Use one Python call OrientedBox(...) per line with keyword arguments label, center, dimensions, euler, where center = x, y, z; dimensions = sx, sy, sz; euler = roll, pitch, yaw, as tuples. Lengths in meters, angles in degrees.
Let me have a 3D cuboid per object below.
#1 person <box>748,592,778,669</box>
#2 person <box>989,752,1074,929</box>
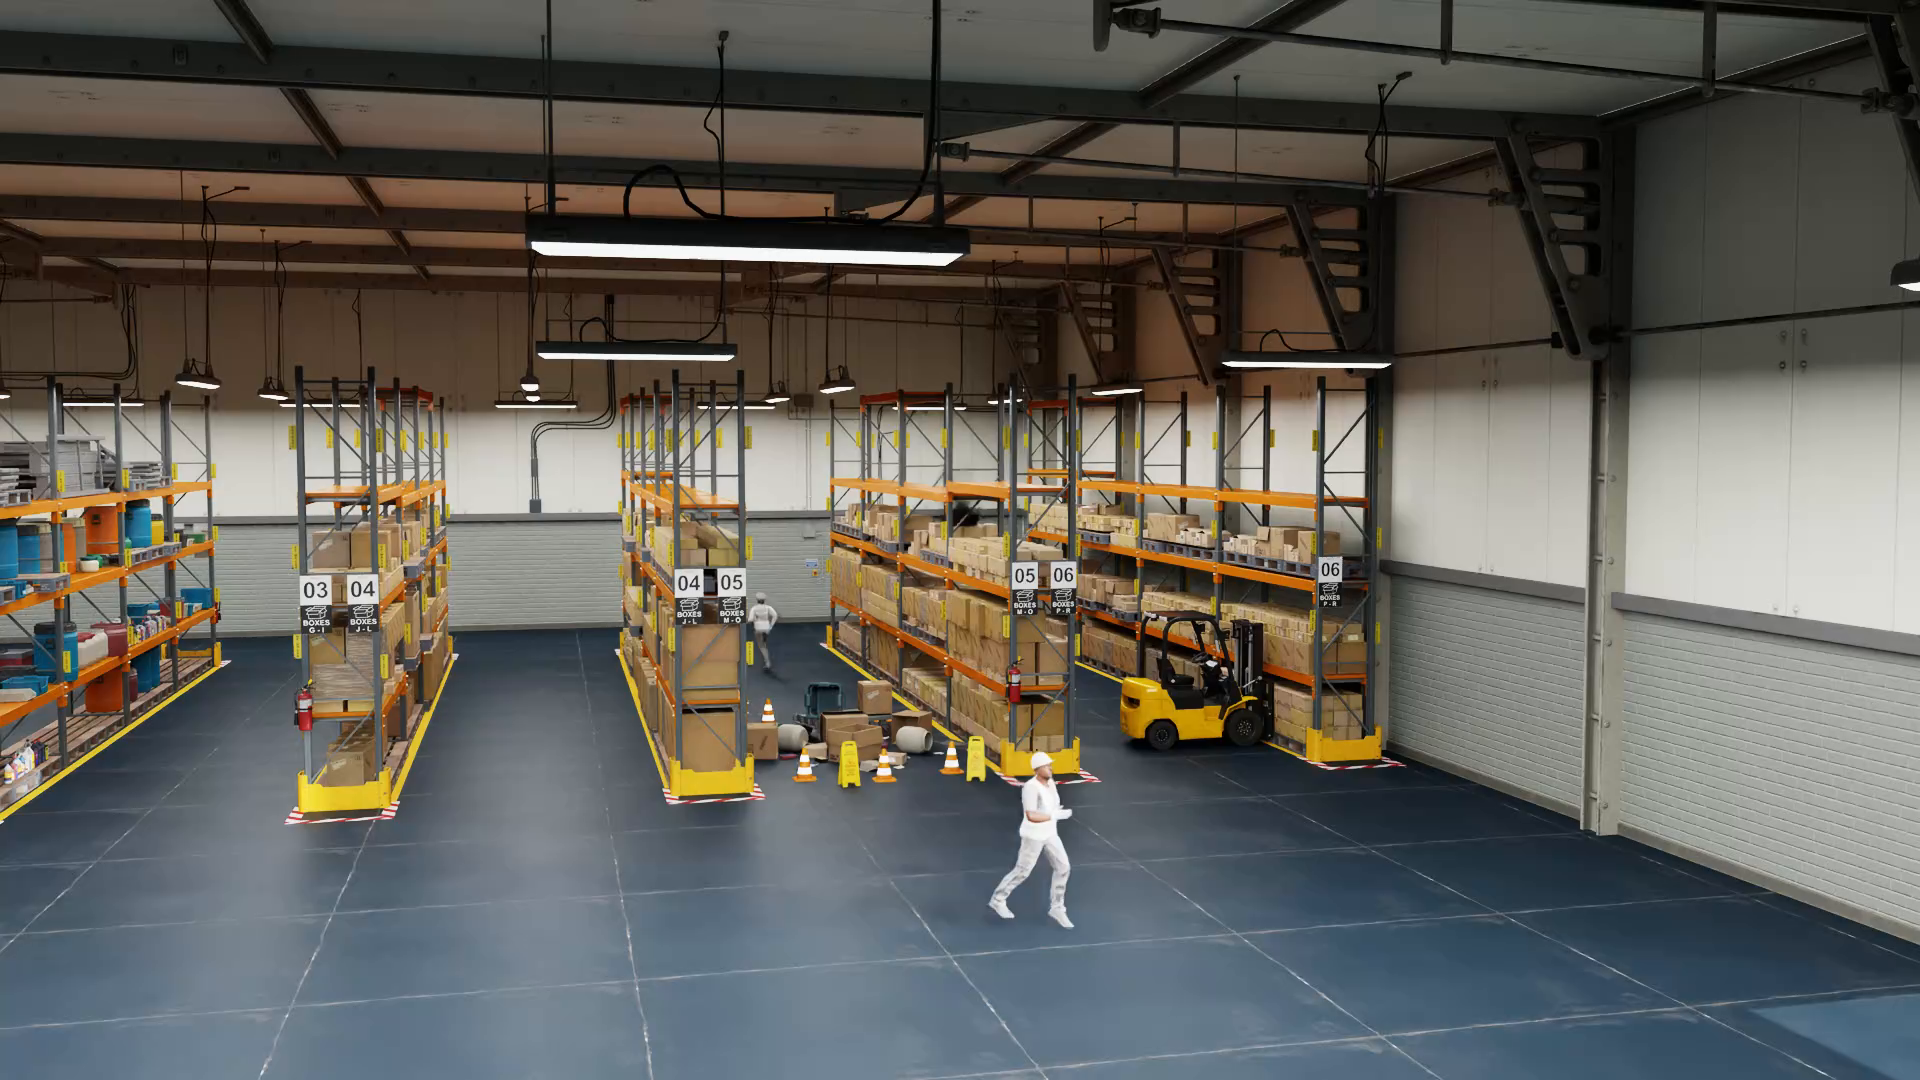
OrientedBox(label="person", center=(-4.314, 2.008, 36.262), dimensions=(0.596, 1.709, 0.750), euler=(-2, 4, -27))
OrientedBox(label="person", center=(0.778, 3.086, 17.187), dimensions=(0.926, 1.830, 0.695), euler=(2, 4, 31))
